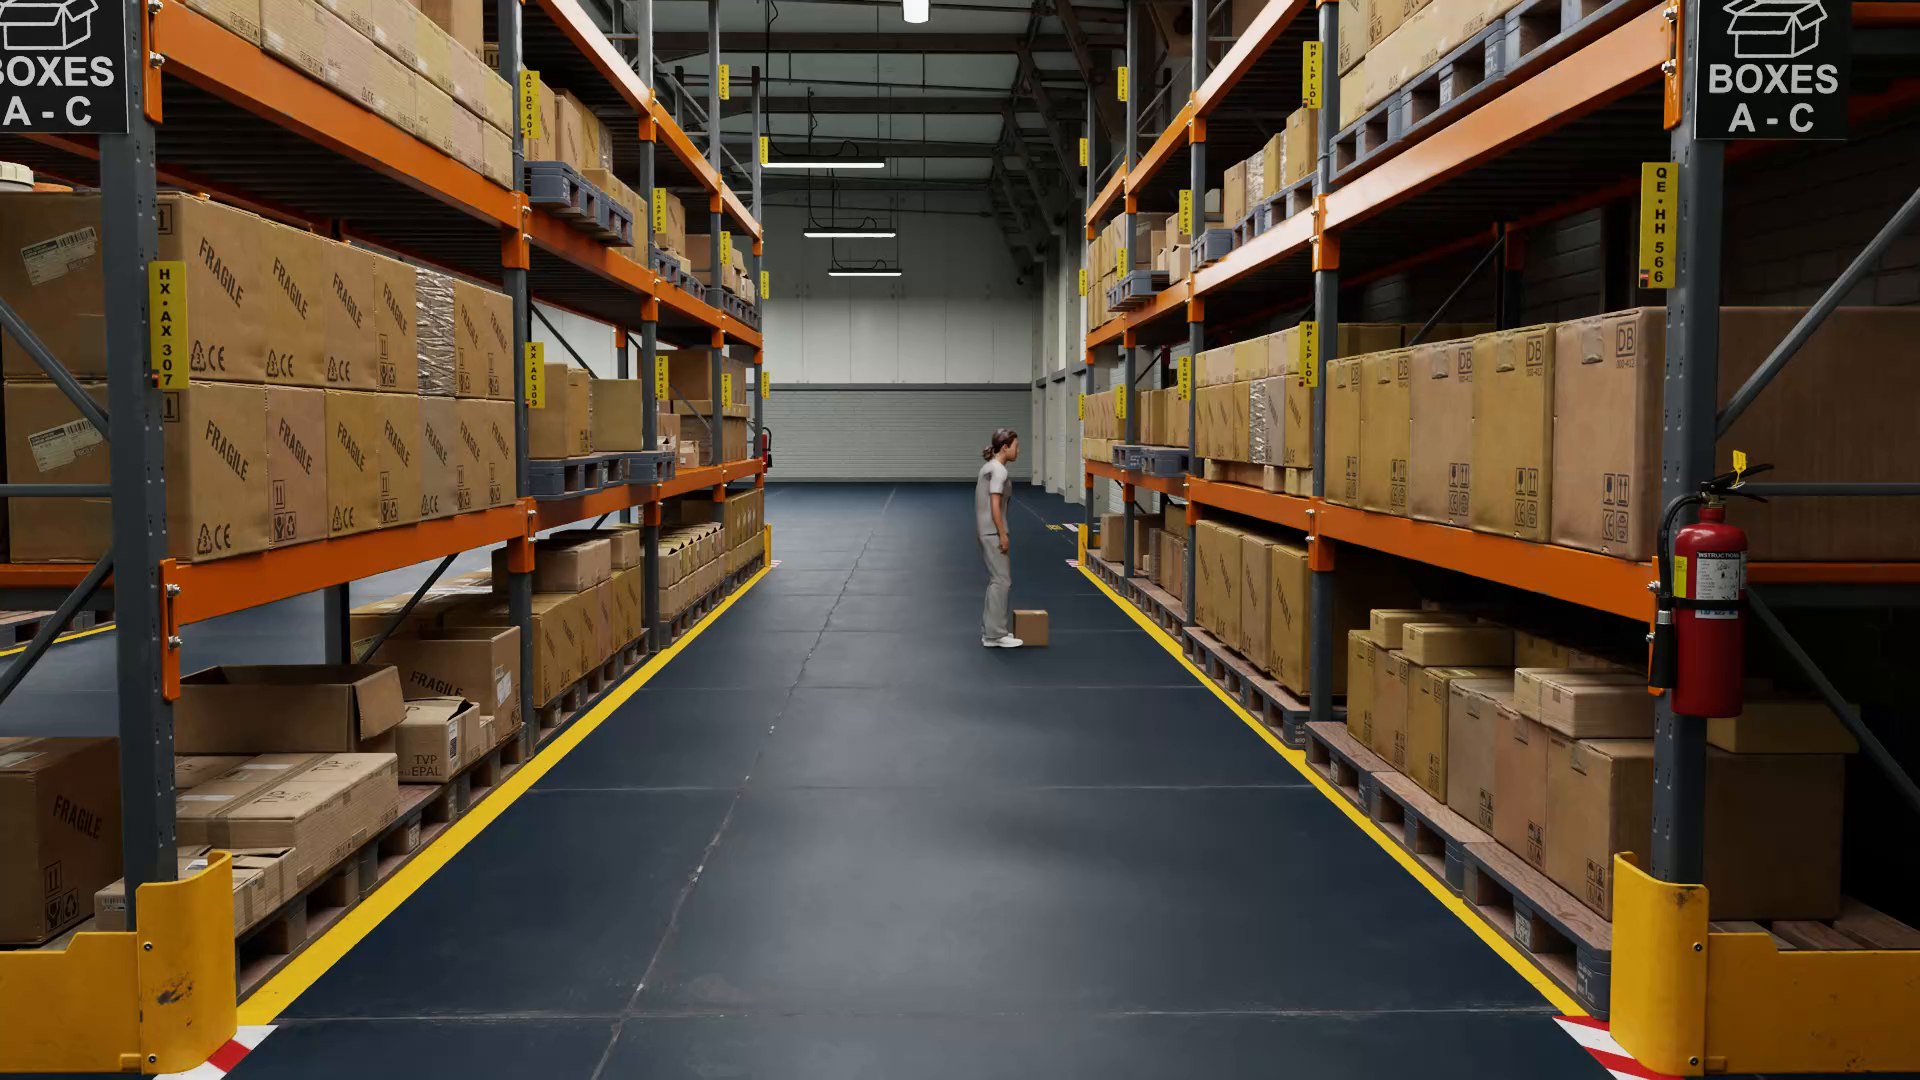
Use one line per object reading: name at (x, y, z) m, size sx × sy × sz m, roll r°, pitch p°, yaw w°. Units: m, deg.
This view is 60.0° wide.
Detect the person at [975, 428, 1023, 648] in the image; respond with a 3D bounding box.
person at (0.299, -0.025, 12.843) m, size 0.366 × 1.671 × 0.503 m, roll 0°, pitch 4°, yaw -4°
